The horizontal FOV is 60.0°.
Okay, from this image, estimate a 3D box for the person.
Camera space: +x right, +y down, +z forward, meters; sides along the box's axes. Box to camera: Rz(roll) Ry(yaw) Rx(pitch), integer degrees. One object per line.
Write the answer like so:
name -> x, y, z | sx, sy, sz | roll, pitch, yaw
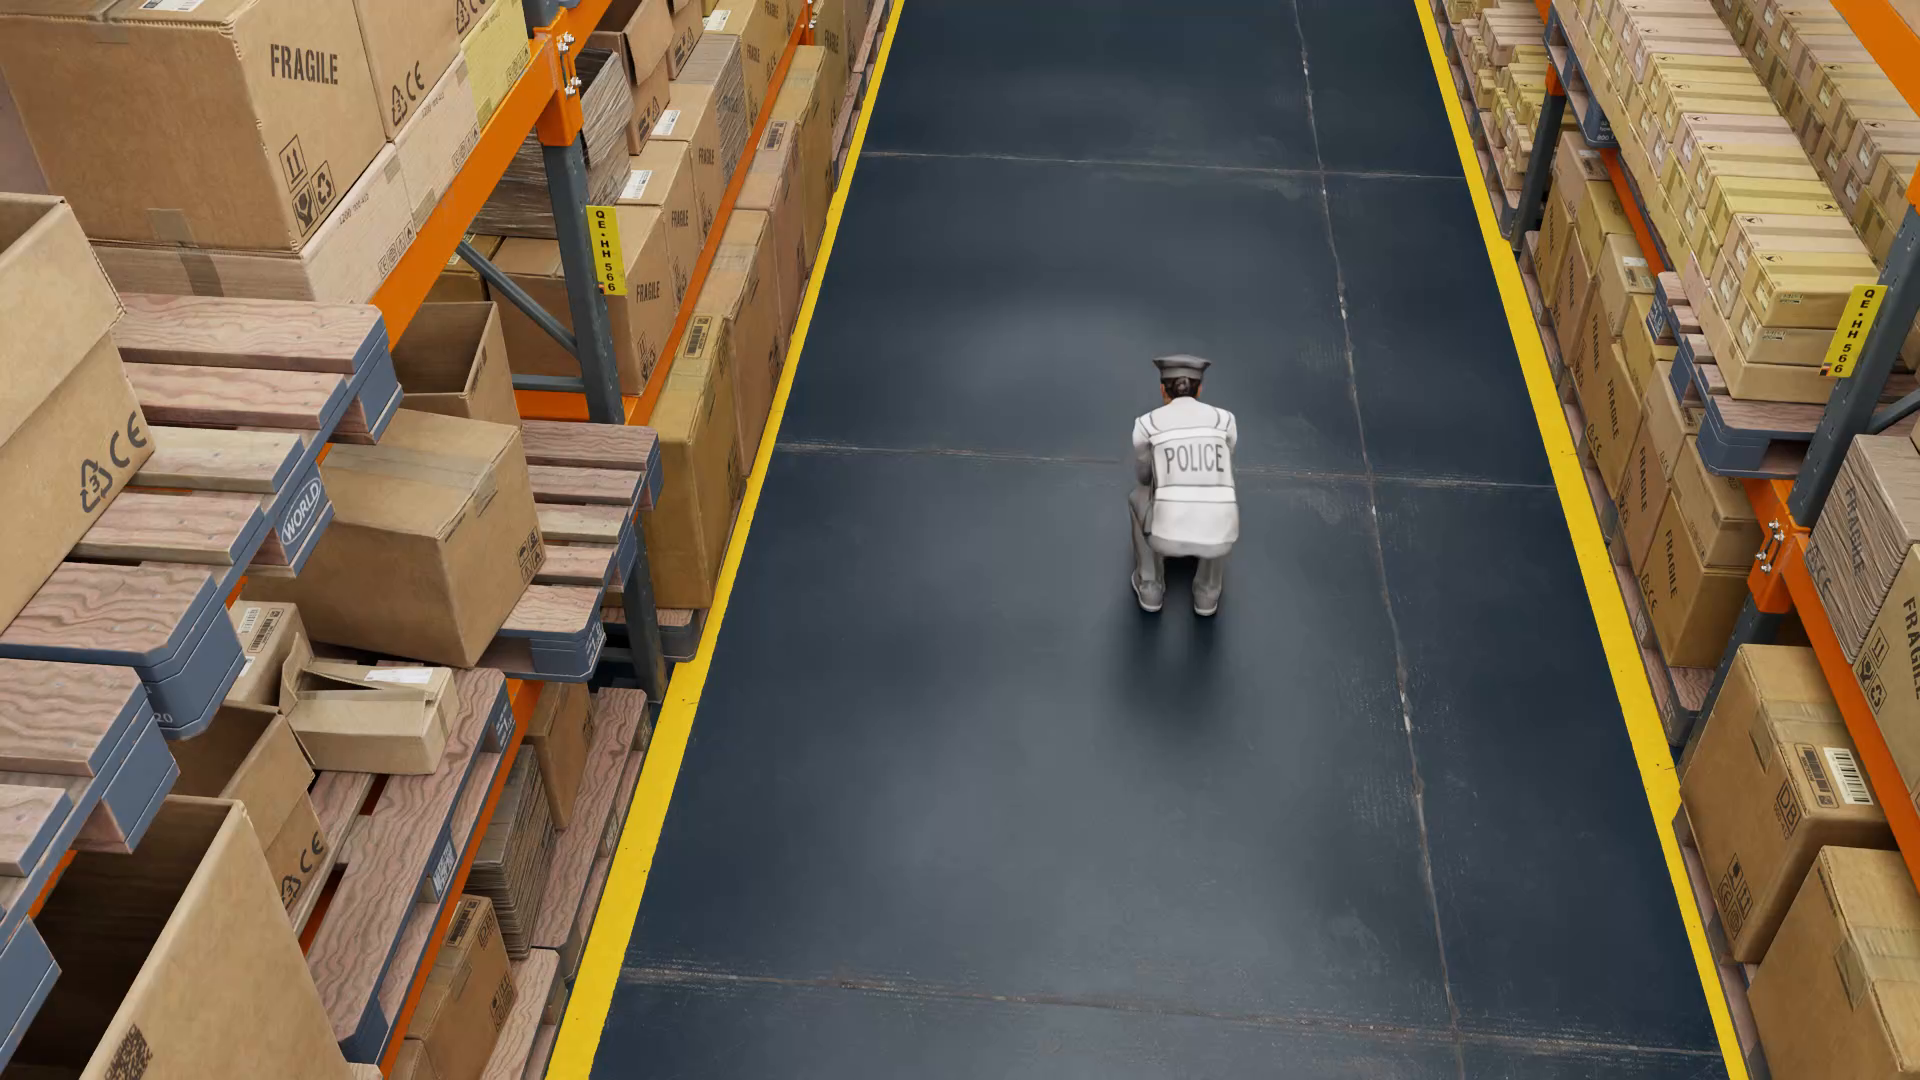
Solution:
person -> 0.941, -0.226, 6.965 | 0.459, 0.977, 0.857 | 2, 40, 3
